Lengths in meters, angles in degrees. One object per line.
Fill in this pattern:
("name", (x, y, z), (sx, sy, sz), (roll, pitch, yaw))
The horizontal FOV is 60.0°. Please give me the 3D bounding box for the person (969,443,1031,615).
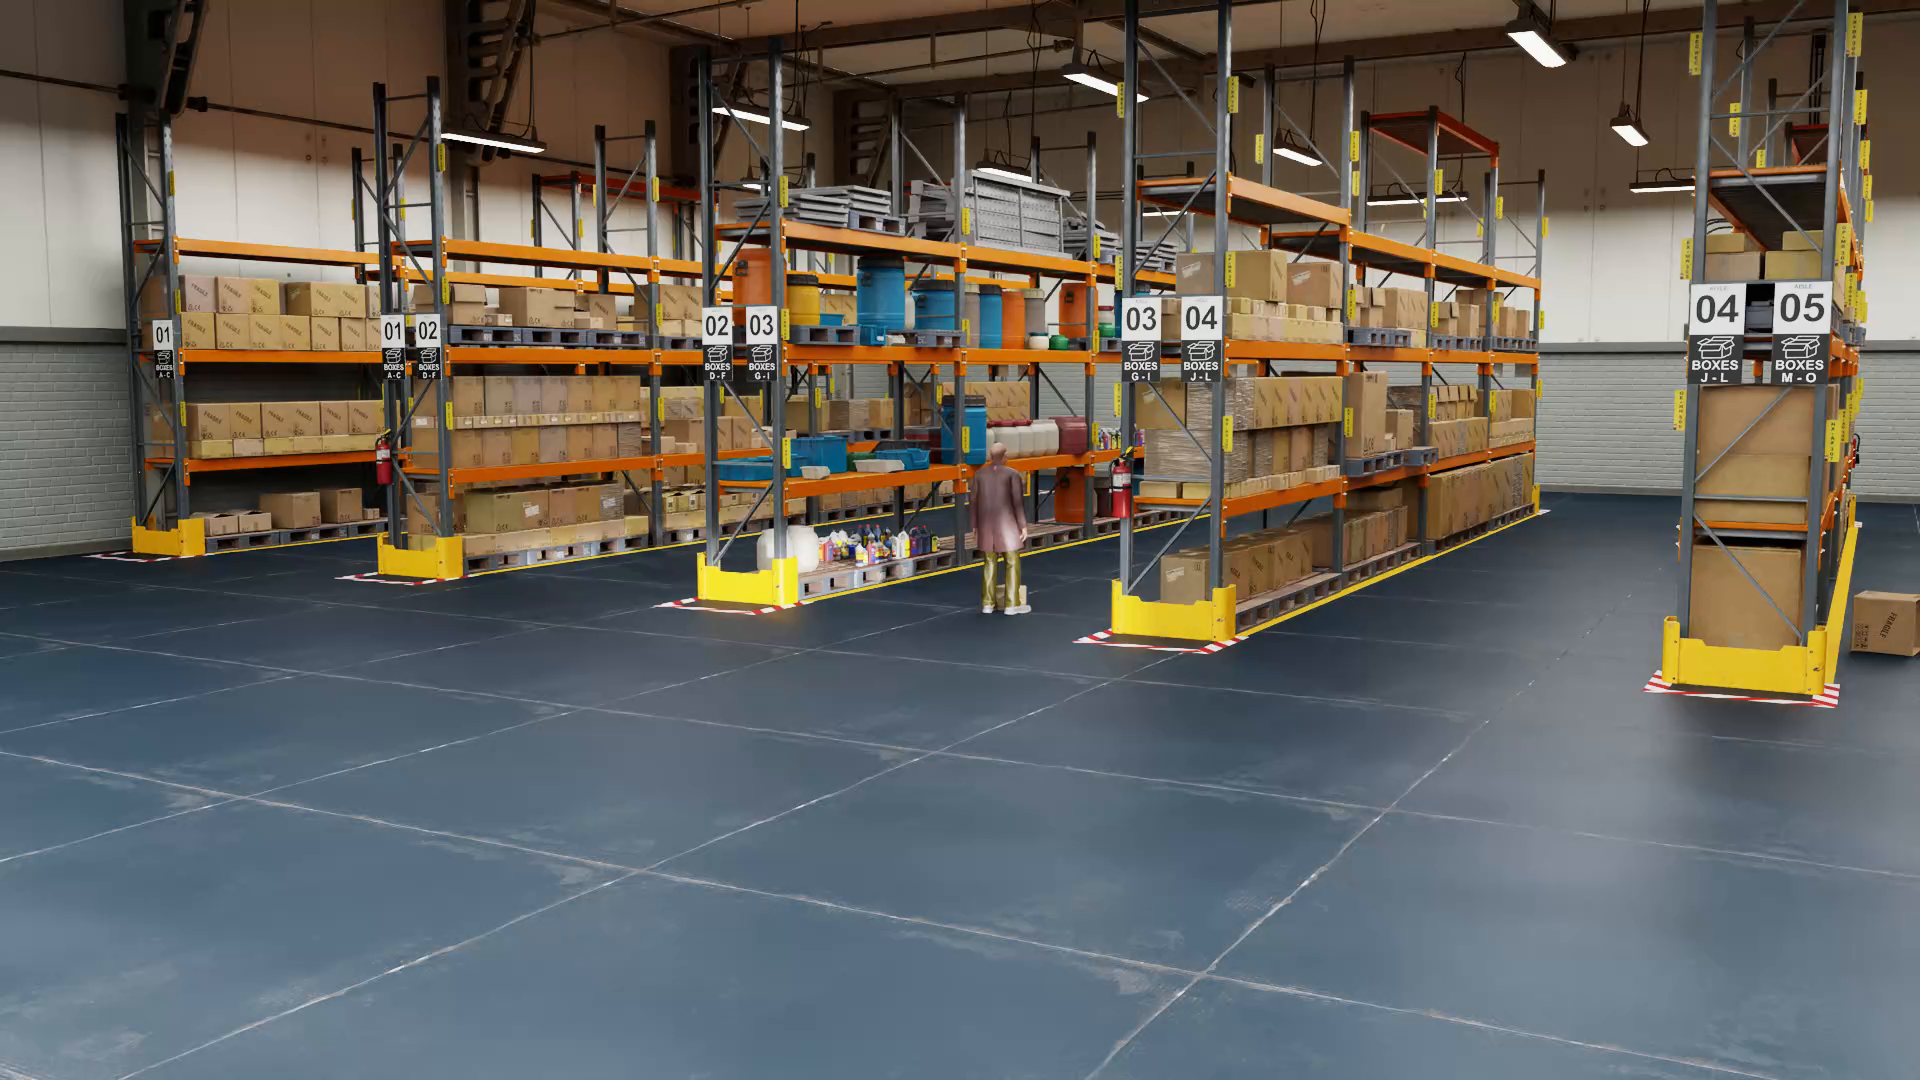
("person", (0.403, -0.124, 17.298), (0.647, 1.772, 0.429), (3, 6, 25))
